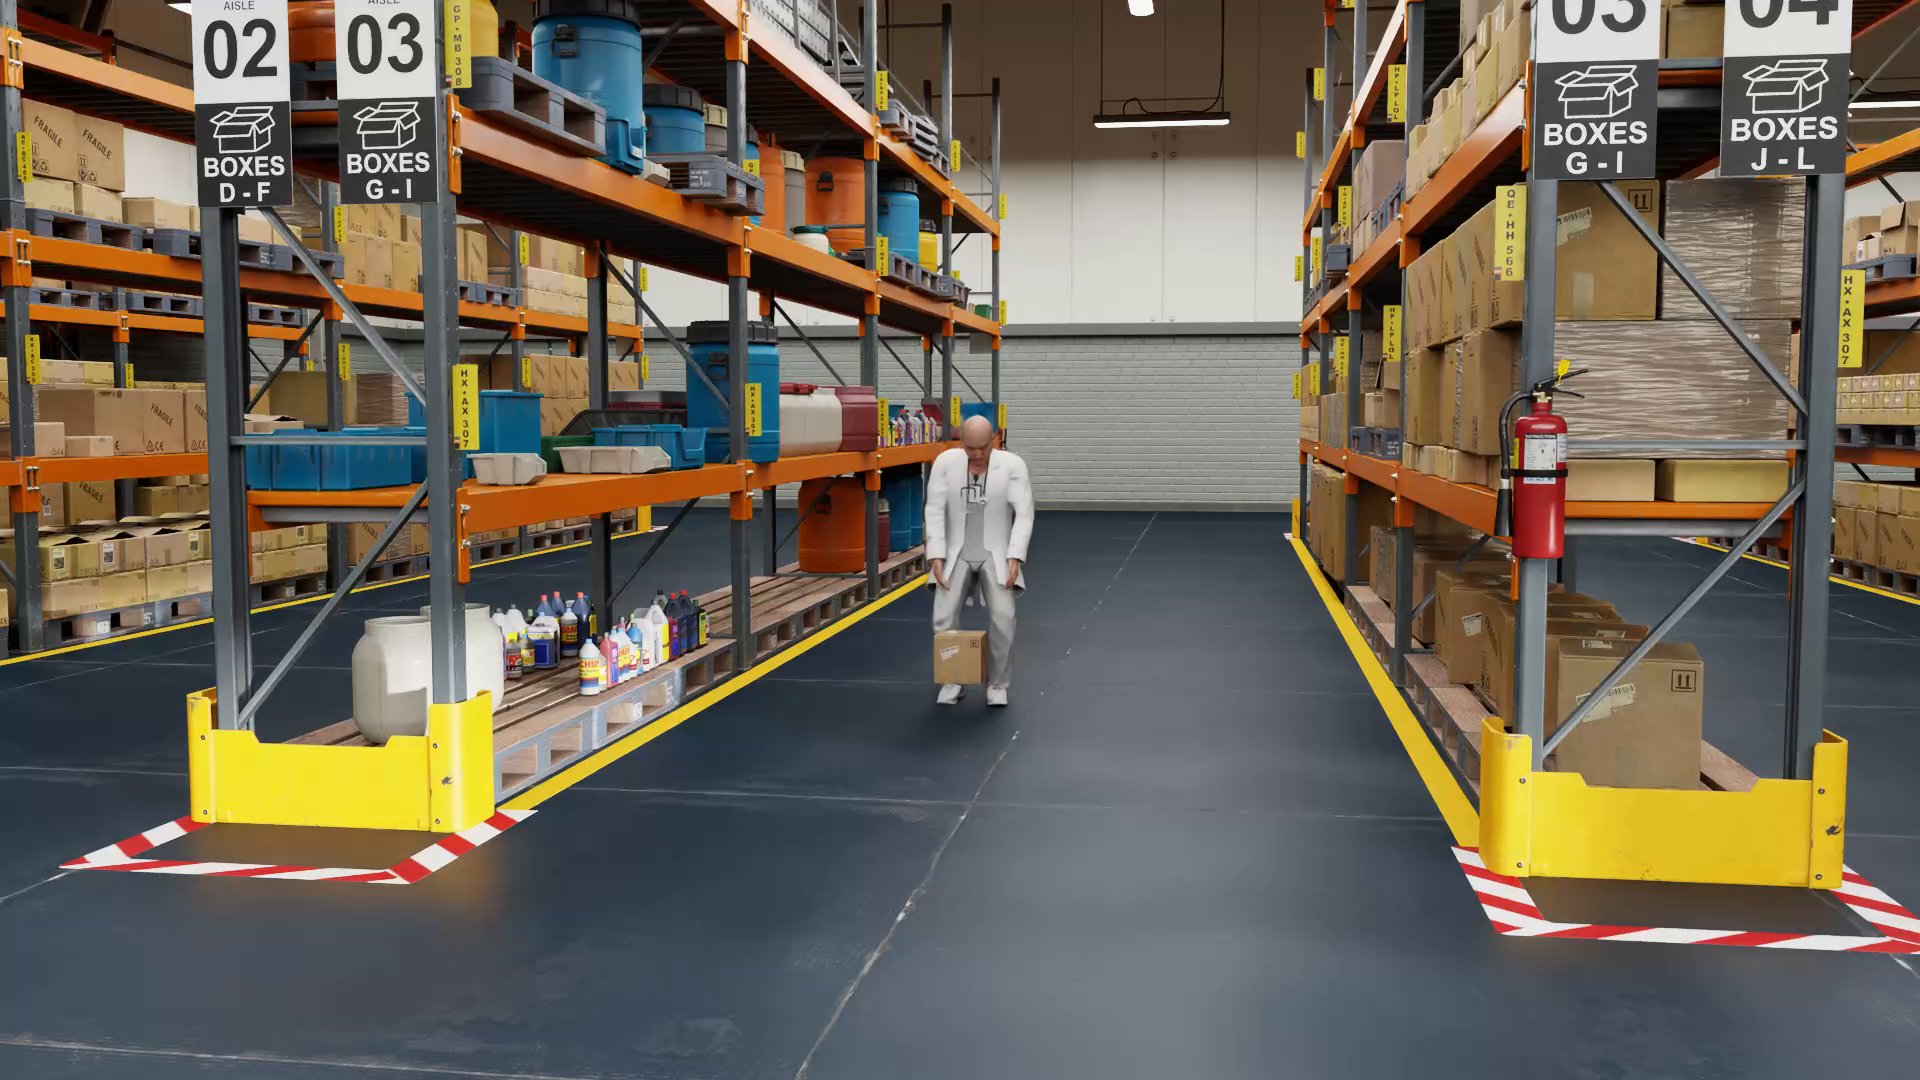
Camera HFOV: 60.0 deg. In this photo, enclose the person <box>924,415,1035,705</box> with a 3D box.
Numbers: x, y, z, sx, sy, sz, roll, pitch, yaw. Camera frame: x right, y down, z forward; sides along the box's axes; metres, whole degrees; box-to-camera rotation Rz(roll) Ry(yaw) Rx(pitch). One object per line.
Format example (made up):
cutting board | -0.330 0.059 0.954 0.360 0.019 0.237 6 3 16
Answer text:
person | 0.113 0.110 9.287 0.619 1.612 0.564 1 4 9
